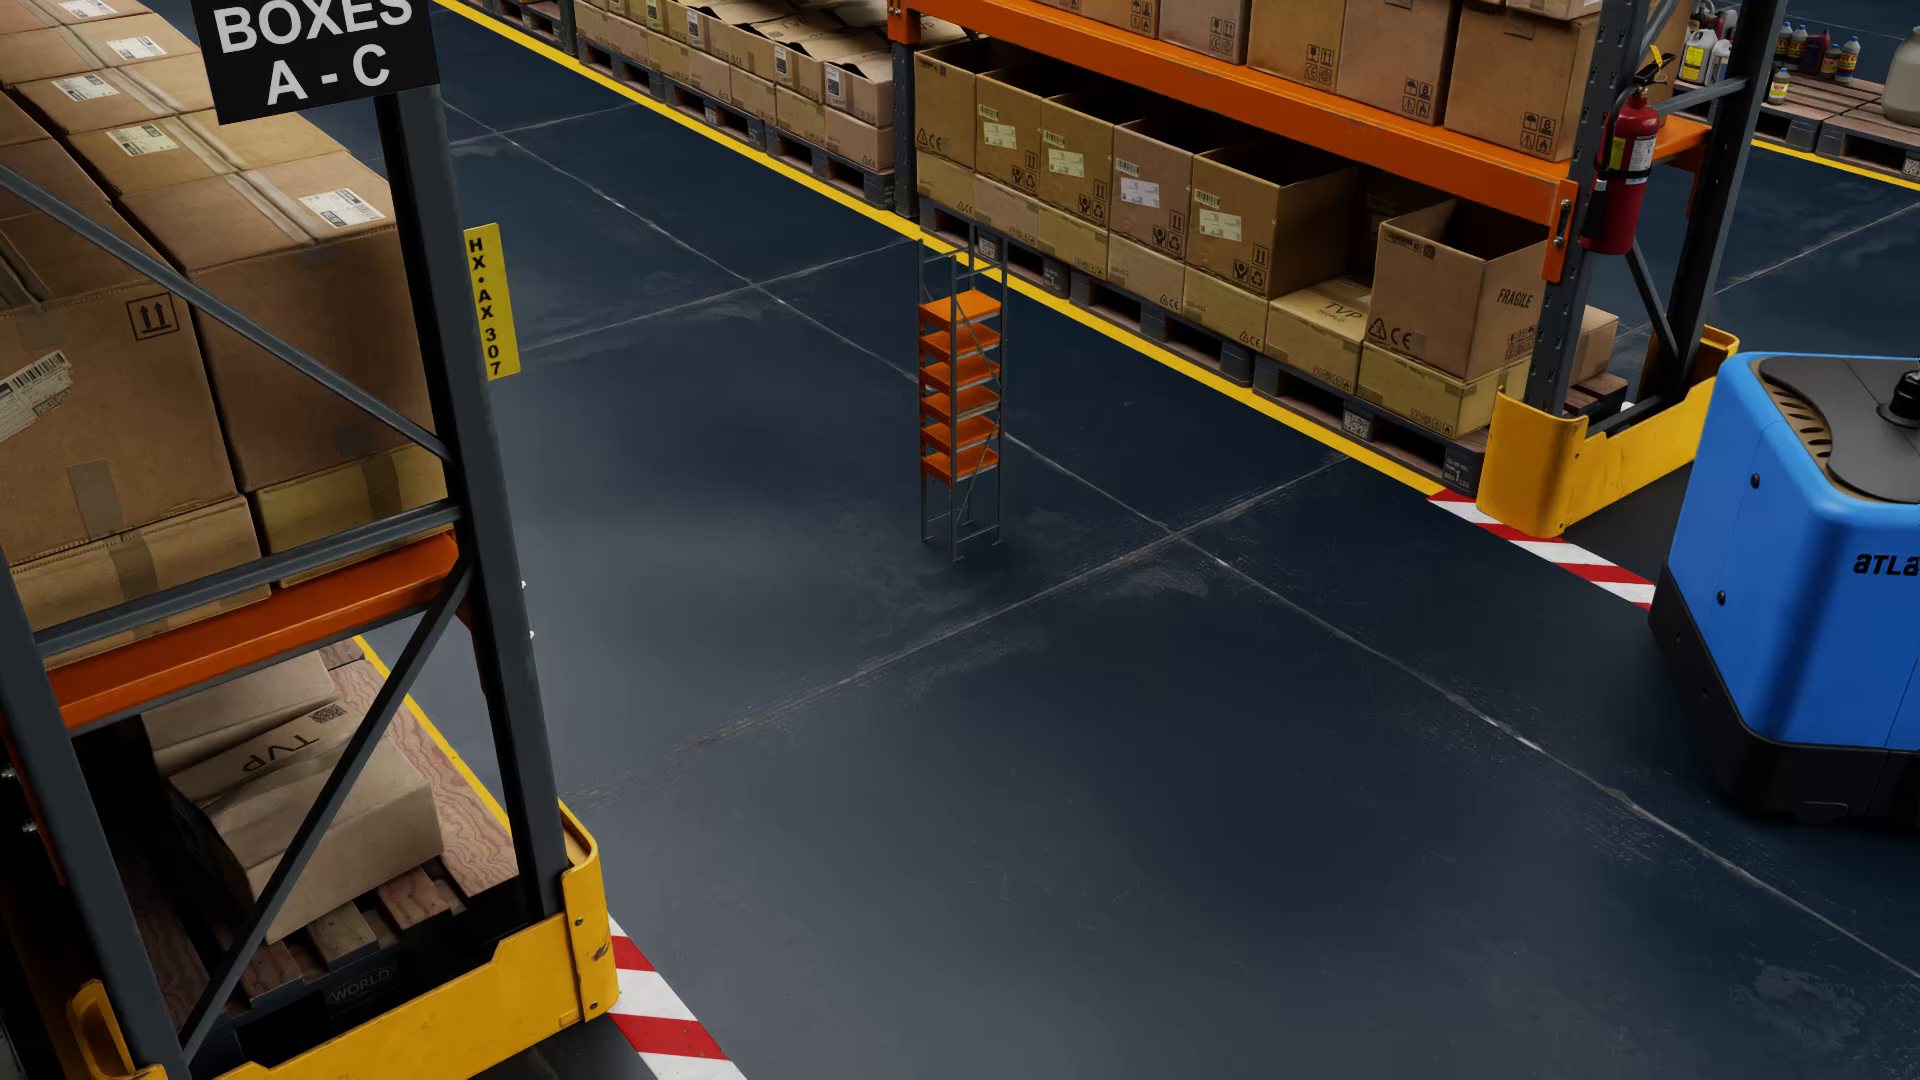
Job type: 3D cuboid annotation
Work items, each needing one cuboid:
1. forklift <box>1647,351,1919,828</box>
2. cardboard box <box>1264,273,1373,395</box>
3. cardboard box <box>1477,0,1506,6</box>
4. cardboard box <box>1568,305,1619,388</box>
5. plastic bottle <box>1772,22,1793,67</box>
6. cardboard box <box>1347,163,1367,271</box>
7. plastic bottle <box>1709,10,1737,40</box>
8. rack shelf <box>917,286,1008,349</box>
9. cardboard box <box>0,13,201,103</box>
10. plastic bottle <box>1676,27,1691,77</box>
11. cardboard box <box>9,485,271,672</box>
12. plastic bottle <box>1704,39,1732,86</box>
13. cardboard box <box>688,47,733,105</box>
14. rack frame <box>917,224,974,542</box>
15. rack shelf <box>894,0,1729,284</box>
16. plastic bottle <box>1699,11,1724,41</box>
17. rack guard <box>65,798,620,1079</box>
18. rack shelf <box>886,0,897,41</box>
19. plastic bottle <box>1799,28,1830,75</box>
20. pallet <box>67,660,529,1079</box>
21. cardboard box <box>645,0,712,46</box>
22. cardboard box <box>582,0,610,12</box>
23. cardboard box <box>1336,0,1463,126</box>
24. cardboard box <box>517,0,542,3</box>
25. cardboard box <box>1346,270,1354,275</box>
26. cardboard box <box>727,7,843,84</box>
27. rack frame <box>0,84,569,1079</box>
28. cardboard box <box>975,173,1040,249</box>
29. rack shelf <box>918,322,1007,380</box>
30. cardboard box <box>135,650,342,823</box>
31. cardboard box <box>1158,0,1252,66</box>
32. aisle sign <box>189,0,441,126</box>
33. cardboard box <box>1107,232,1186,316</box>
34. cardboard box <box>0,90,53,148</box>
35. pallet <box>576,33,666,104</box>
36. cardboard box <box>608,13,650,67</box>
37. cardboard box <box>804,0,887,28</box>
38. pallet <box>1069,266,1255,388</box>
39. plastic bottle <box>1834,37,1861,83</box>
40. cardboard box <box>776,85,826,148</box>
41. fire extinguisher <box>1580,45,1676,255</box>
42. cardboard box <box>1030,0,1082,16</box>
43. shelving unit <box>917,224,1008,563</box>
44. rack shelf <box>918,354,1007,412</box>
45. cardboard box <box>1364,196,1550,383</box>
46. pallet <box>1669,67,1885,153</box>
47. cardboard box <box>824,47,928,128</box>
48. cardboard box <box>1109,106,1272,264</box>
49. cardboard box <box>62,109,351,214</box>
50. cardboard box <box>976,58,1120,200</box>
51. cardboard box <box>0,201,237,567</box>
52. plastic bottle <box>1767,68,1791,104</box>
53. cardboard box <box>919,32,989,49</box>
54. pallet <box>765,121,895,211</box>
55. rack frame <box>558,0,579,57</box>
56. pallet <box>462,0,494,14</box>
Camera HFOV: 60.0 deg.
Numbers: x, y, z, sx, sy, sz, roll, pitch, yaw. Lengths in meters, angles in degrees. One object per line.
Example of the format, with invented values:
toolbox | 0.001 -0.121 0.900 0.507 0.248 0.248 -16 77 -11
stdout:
forklift | 3.805 -0.599 4.437 3.031 2.935 1.130 3 32 5
cardboard box | 1.650 -0.877 7.027 0.500 0.250 0.500 -22 38 -31
cardboard box | 1.982 -2.059 6.012 0.380 0.149 0.250 -21 38 -30
cardboard box | 2.375 -0.840 6.968 0.500 0.250 0.500 -22 38 -31
plastic bottle | 5.306 -3.204 10.735 0.097 0.271 0.097 0 32 0
cardboard box | 1.750 -1.571 7.433 0.500 0.500 0.500 -22 38 -31
plastic bottle | 5.025 -3.374 11.003 0.152 0.276 0.135 -22 38 -31
rack shelf | 0.009 -0.772 5.757 0.258 0.103 0.180 -22 38 -31
cardboard box | -2.371 -1.128 4.635 0.500 0.500 0.500 -21 38 -30
plastic bottle | 4.534 -3.138 10.552 0.144 0.351 0.185 -23 38 -32
cardboard box | -1.822 -0.007 3.541 0.500 0.250 0.500 -22 38 -31
plastic bottle | 4.753 -2.961 10.338 0.152 0.276 0.135 -23 39 -33
cardboard box | -1.342 -2.928 10.329 0.500 0.250 0.500 -21 38 -30
rack frame | -0.047 -0.542 5.985 0.240 1.200 0.006 -22 38 -31
rack shelf | 1.302 -2.062 7.409 1.077 0.370 4.000 -22 38 -31
plastic bottle | 4.941 -3.342 10.945 0.061 0.283 0.133 -22 38 -31
rack guard | -1.429 1.100 4.005 1.175 0.500 0.348 -22 38 -31
rack shelf | -1.151 -3.729 10.093 1.077 0.370 4.000 -22 38 -31
plastic bottle | 5.453 -3.125 10.596 0.061 0.283 0.133 -22 38 -31
pallet | -1.899 0.873 4.645 1.003 0.211 1.213 -22 38 -31
cardboard box | -1.649 -3.374 10.516 0.500 0.311 0.500 -23 39 -33
cardboard box | -2.288 -3.804 11.208 0.500 0.311 0.500 -21 37 -30
cardboard box | 1.926 -1.993 6.521 0.700 0.500 0.500 -21 38 -30
cardboard box | -3.137 -4.307 12.294 0.500 0.500 0.500 -21 37 -30
cardboard box | 1.759 -1.256 7.637 0.500 0.250 0.500 -22 38 -31
cardboard box | -1.028 -2.950 9.833 0.500 0.311 0.500 -22 38 -32
rack frame | -1.383 0.070 3.294 1.000 3.000 0.127 -22 38 -31
cardboard box | 0.423 -1.710 8.369 0.500 0.250 0.500 -22 38 -31
rack shelf | 0.009 -0.670 5.821 0.258 0.103 0.180 -22 38 -31
cardboard box | -2.085 0.470 4.781 0.500 0.311 0.500 -19 37 -28
cardboard box | 1.300 -2.420 7.208 0.700 0.500 0.500 -21 38 -30
aisle sign | -1.101 -1.102 2.717 0.394 0.787 0.004 -22 38 -31
cardboard box | 1.037 -1.294 7.698 0.500 0.250 0.500 -22 38 -31
cardboard box | -2.461 -0.748 4.024 0.500 0.500 0.500 -23 39 -33
pallet | -1.904 -3.328 11.409 1.003 0.211 1.213 -22 38 -31
cardboard box | -1.979 -3.356 11.019 0.500 0.250 0.500 -23 39 -33
cardboard box | -0.603 -3.128 10.121 0.500 0.311 0.500 -24 39 -33
pallet | 1.282 -1.163 7.923 1.003 0.211 1.213 -22 38 -31
plastic bottle | 5.578 -3.020 10.438 0.097 0.271 0.097 0 32 0
cardboard box | -0.717 -2.502 9.644 0.500 0.250 0.500 -23 39 -32
fire extinguisher | 2.234 -1.302 5.577 0.296 0.674 0.183 -22 38 -31
cardboard box | 0.681 -2.843 7.890 0.700 0.500 0.500 -23 38 -32
shelving unit | 0.009 -0.504 5.924 0.258 1.200 0.189 -22 38 -31
rack shelf | 0.009 -0.568 5.884 0.258 0.103 0.180 -22 38 -31
cardboard box | 1.964 -0.990 6.499 0.500 0.500 0.500 -22 38 -31
pallet | 5.121 -2.816 10.583 1.003 0.211 1.213 -22 38 -31
cardboard box | -0.400 -2.526 9.151 0.500 0.311 0.500 -22 38 -31
cardboard box | 1.034 -1.611 7.499 0.500 0.500 0.500 -22 38 -31
cardboard box | -1.733 -0.699 3.945 0.500 0.500 0.500 -22 38 -31
cardboard box | 0.425 -2.030 8.173 0.500 0.500 0.500 -22 38 -31
cardboard box | -1.840 -0.321 3.336 0.500 0.500 0.500 -23 38 -32
plastic bottle | 4.971 -2.757 10.081 0.097 0.201 0.097 0 32 0
cardboard box | 0.019 -2.703 9.435 0.500 0.311 0.500 -22 38 -31
pallet | -0.407 -2.311 9.771 1.003 0.211 1.213 -22 38 -31
rack frame | -2.378 -4.868 11.246 1.000 3.000 0.127 -22 38 -31
pallet | -3.550 -4.515 13.320 1.003 0.211 1.213 -22 38 -31
